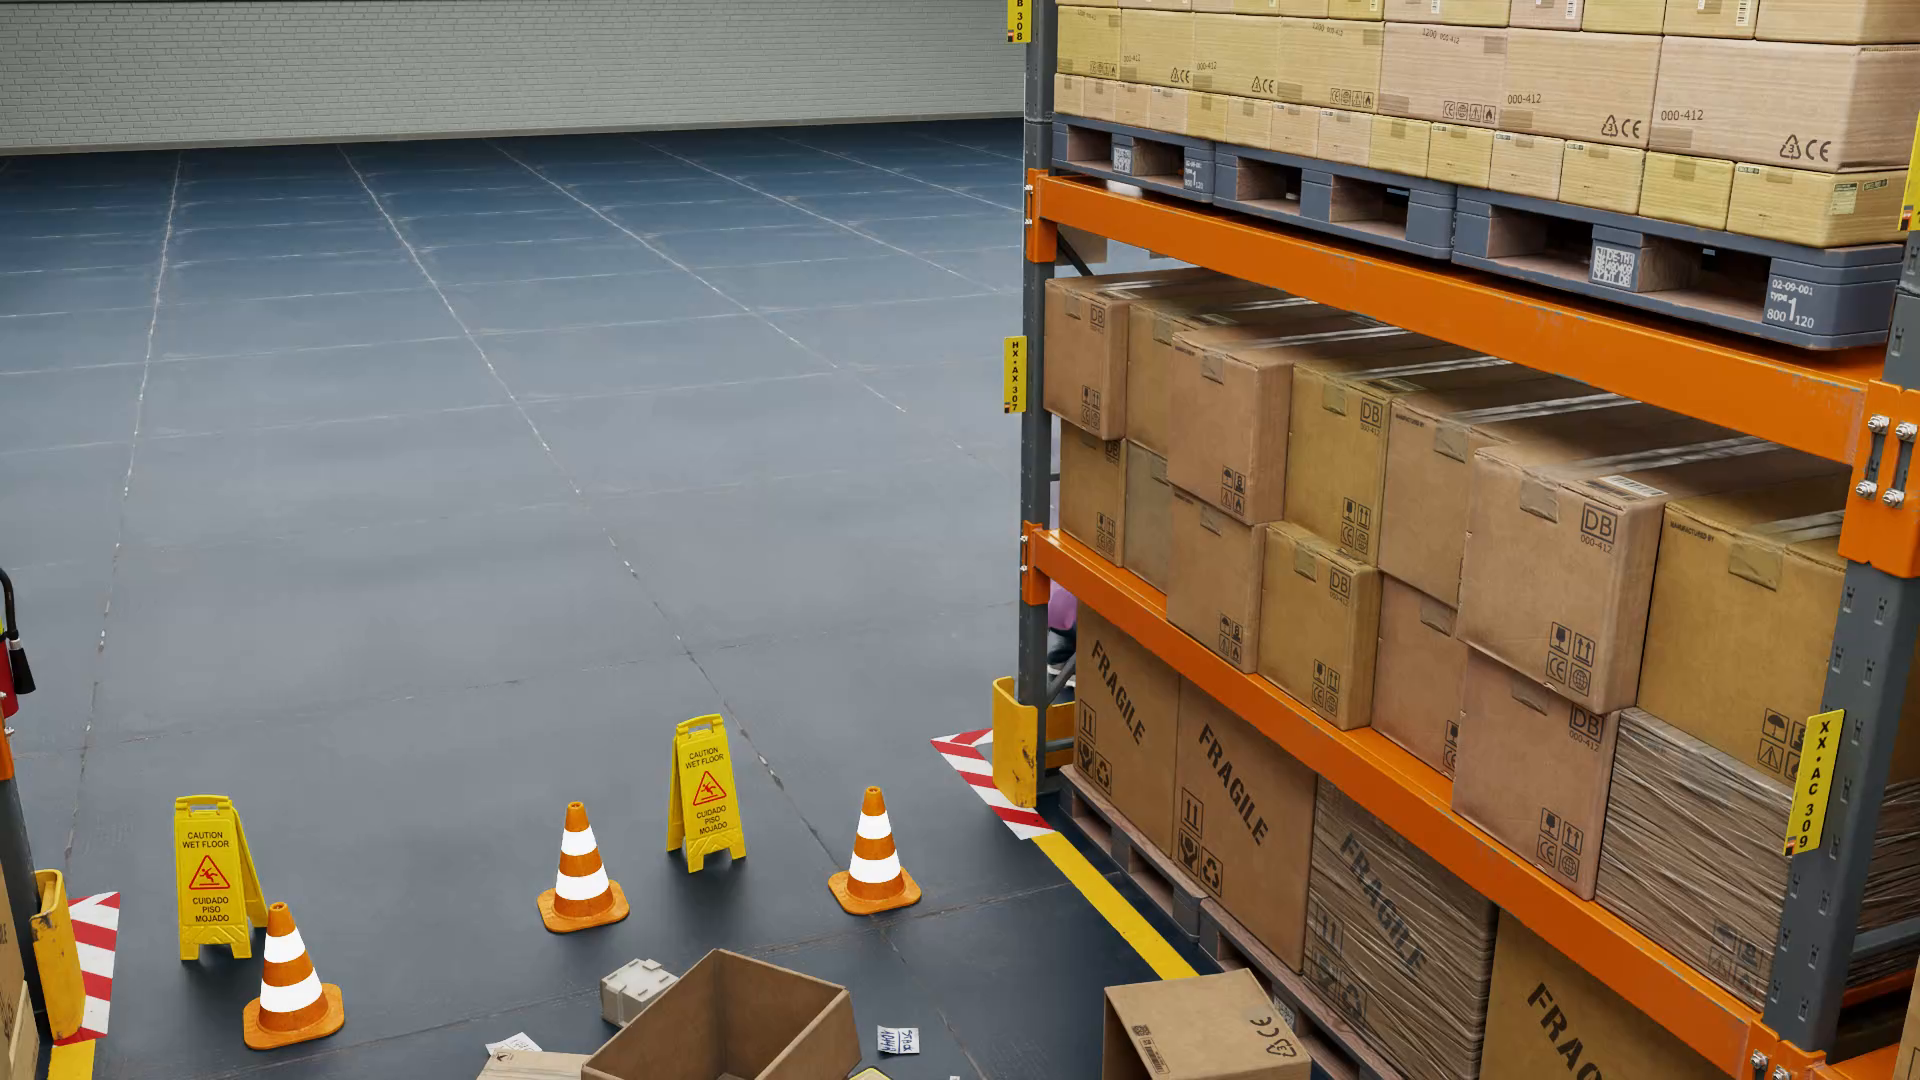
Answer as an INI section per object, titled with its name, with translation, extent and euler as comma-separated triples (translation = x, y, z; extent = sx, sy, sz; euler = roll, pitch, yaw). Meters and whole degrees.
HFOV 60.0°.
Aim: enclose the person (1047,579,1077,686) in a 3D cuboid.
[person]
translation = 0.766, 0.430, 8.821
extent = 0.853, 0.703, 0.421
euler = -6, 20, -18
